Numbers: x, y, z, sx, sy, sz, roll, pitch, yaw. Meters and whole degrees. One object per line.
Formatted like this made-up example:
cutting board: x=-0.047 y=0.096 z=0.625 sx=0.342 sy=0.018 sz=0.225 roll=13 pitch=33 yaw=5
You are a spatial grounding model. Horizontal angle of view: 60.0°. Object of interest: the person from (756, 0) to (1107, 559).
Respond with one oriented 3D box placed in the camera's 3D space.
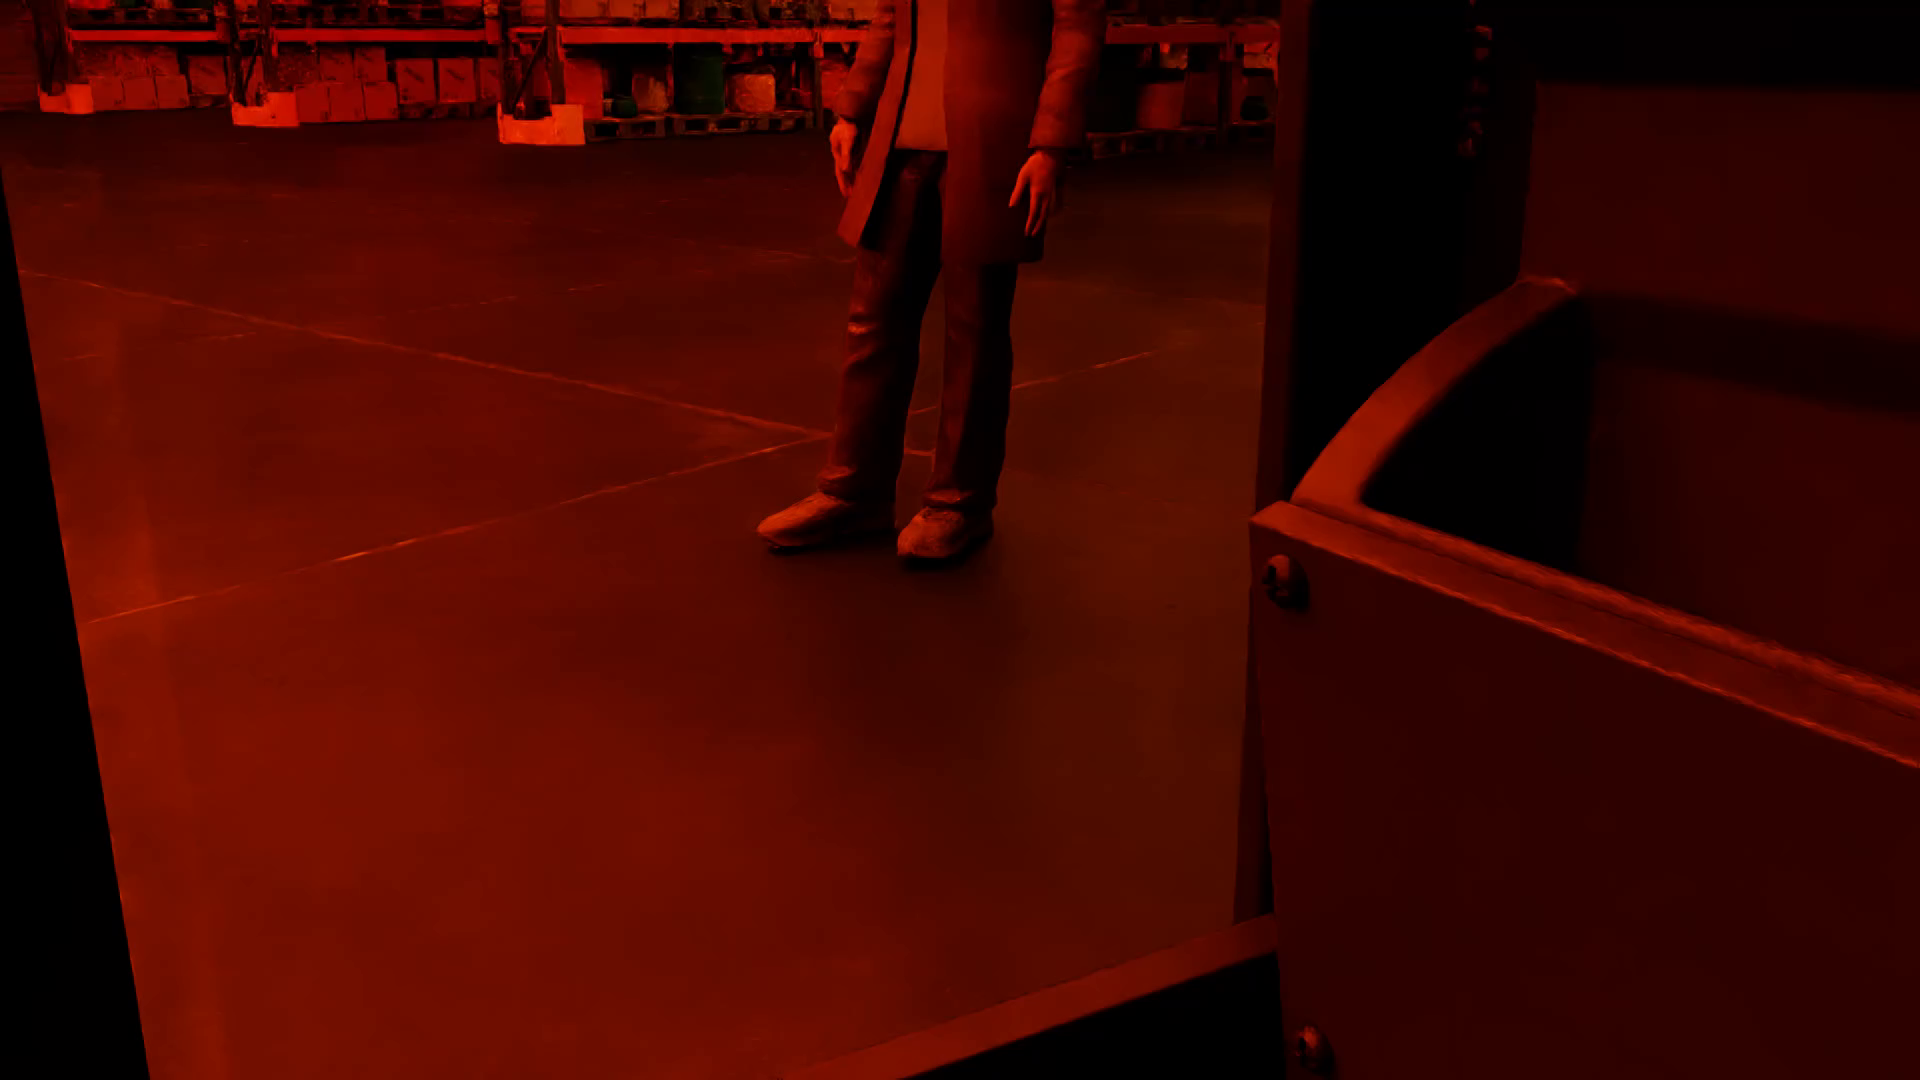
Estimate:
person: x=-0.062 y=-0.838 z=3.617 sx=0.694 sy=1.776 sz=0.580 roll=13 pitch=21 yaw=37
